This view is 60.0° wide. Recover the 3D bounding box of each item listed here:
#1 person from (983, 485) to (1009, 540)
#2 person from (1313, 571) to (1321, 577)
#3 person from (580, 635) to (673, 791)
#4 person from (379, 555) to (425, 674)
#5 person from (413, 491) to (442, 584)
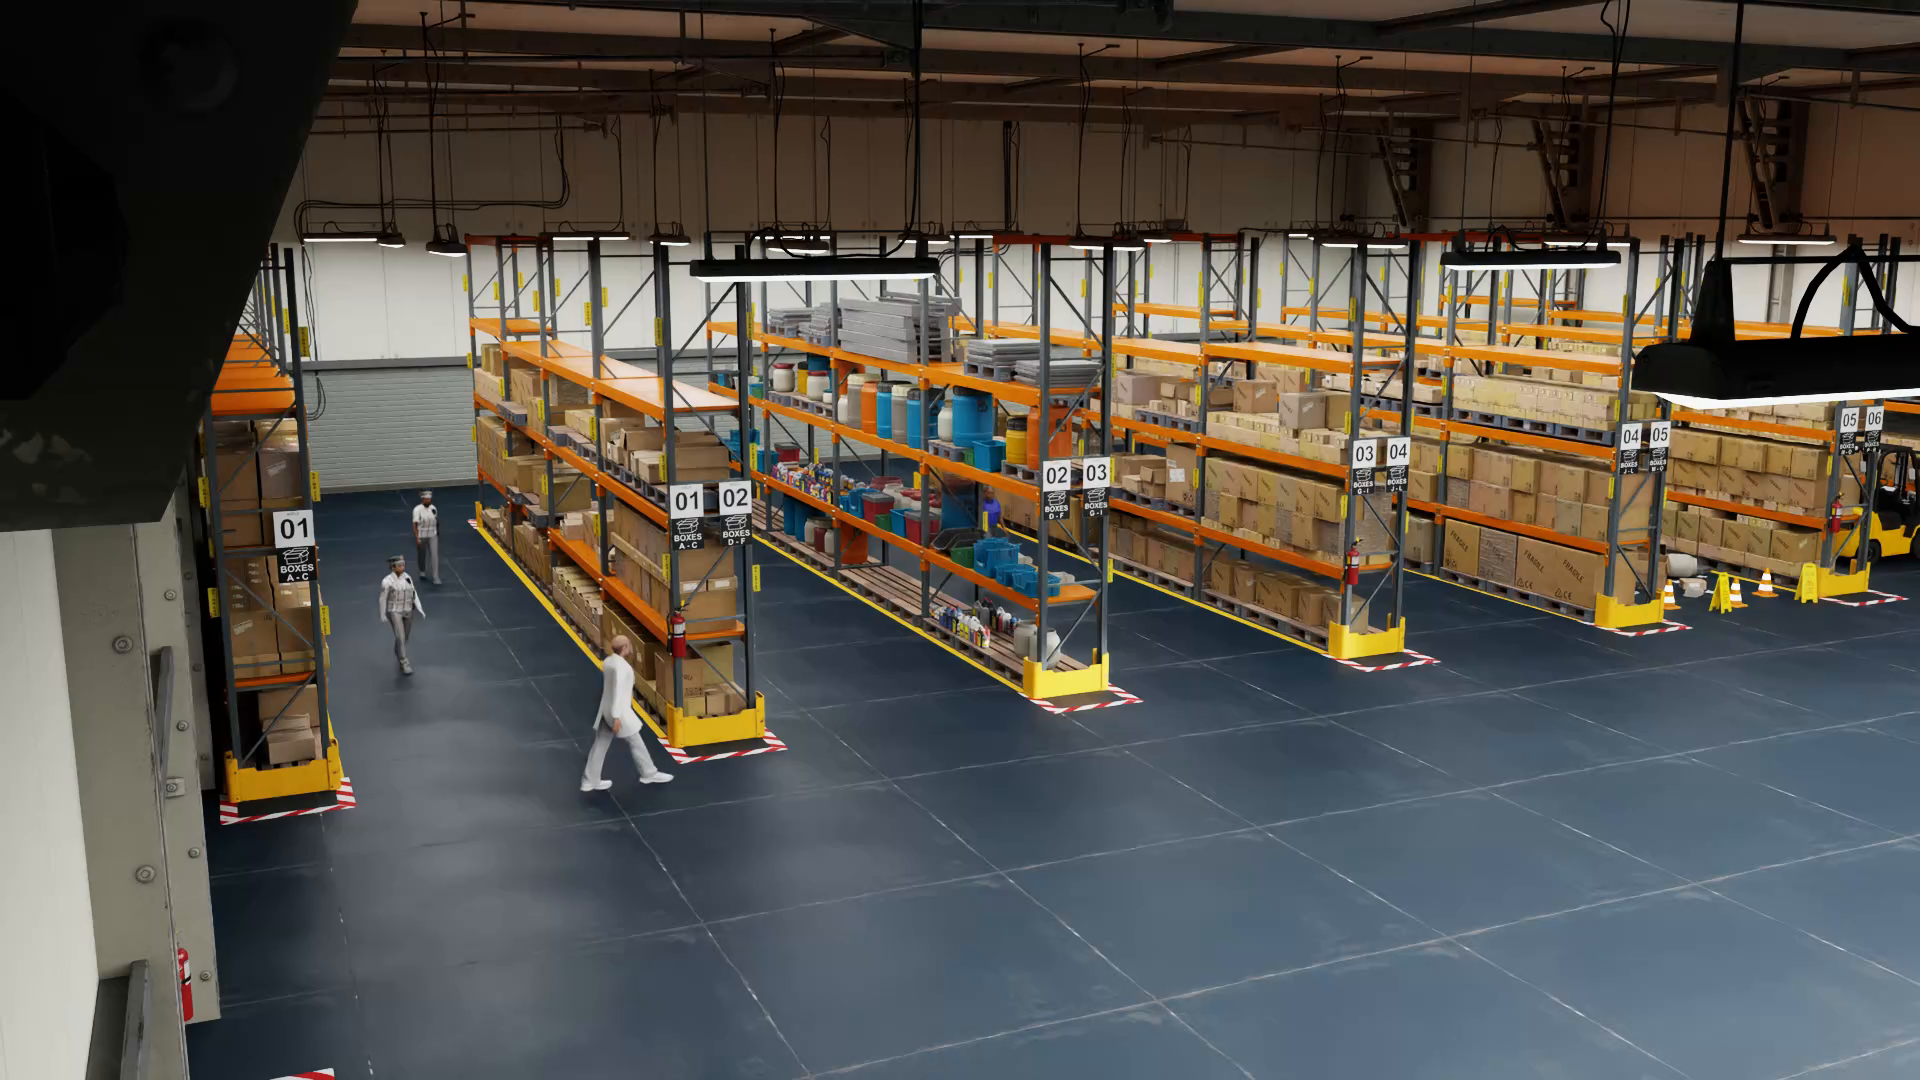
[{"bbox_3d":[0.495,-0.147,28.168,0.462,1.606,0.987,-9,14,-38],"label":"person"},{"bbox_3d":[6.344,-0.226,29.695,0.564,1.757,0.681,-1,11,-4],"label":"person"},{"bbox_3d":[-3.786,1.912,18.596,1.032,1.722,0.628,-8,13,-35],"label":"person"},{"bbox_3d":[-7.917,1.002,23.548,0.573,1.631,0.974,-9,14,-38],"label":"person"},{"bbox_3d":[-9.354,-0.069,29.142,0.451,1.619,1.051,-5,12,-26],"label":"person"}]
